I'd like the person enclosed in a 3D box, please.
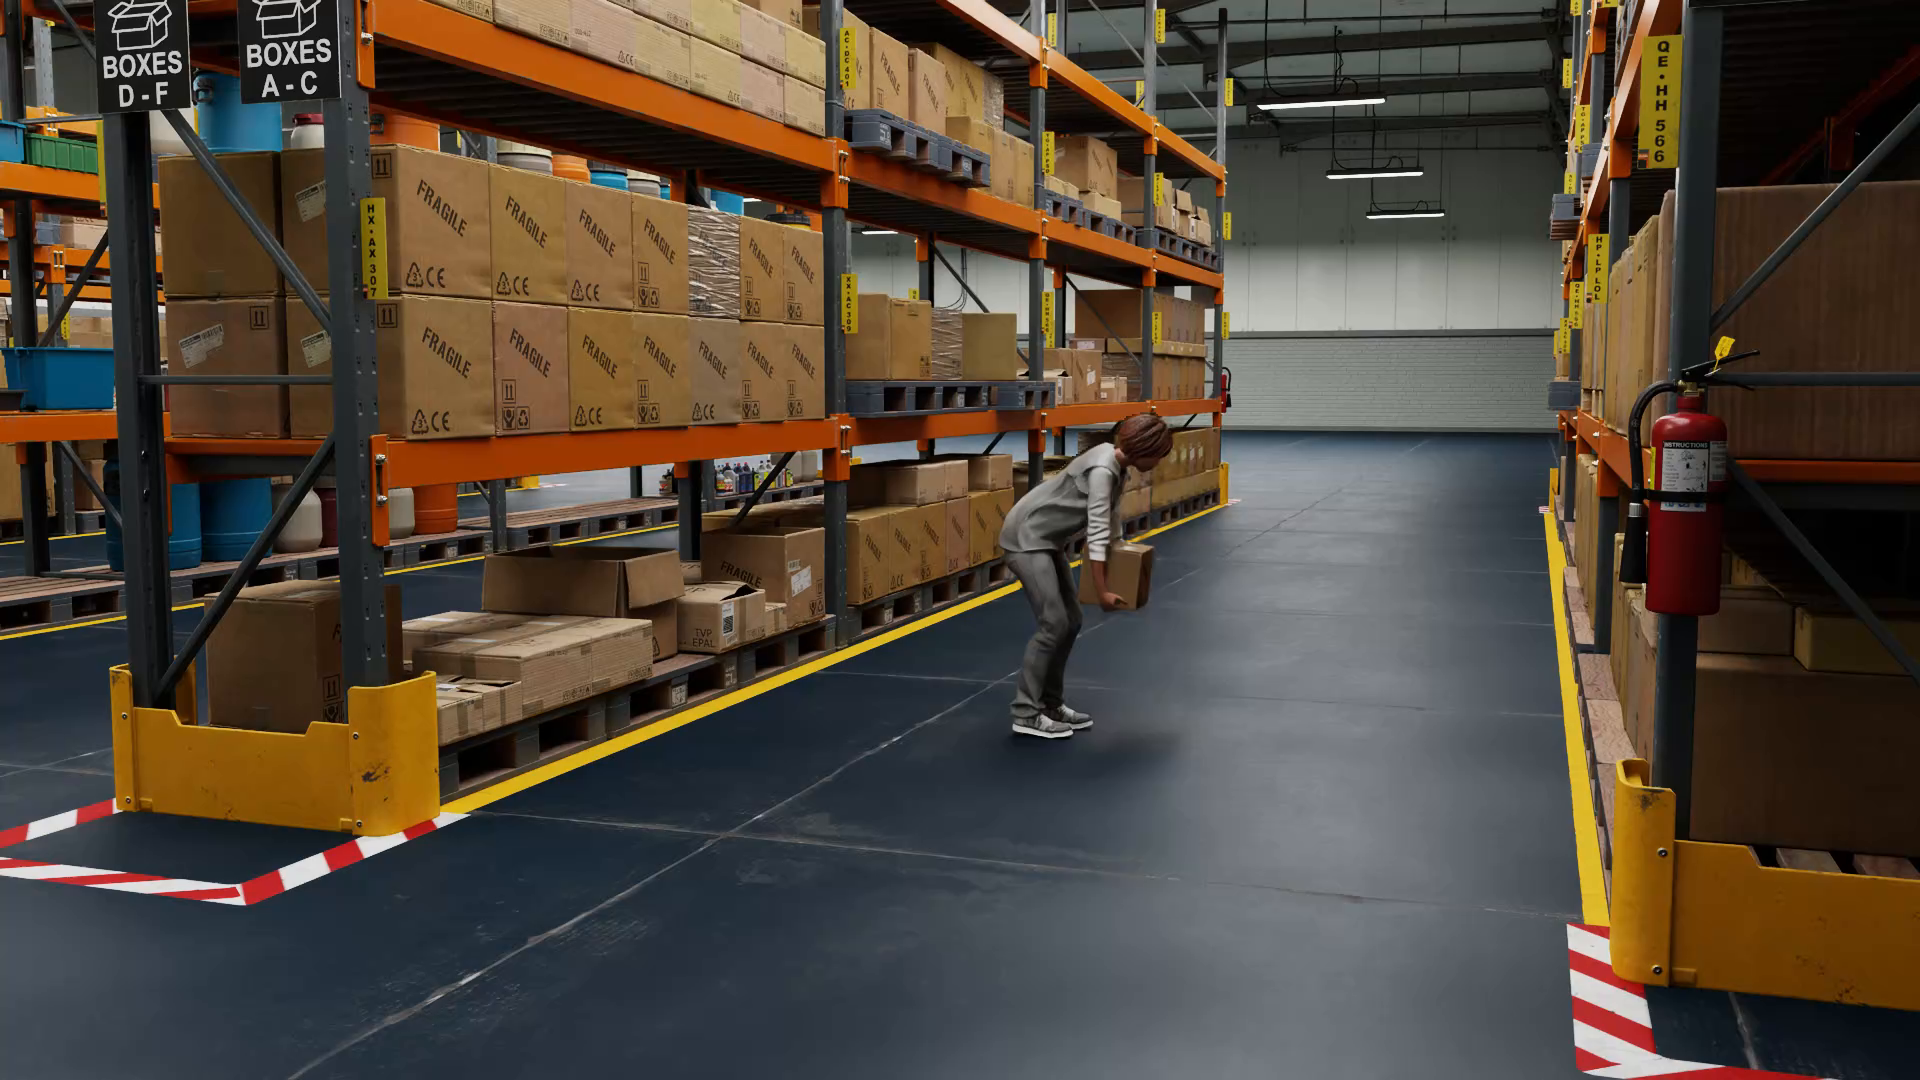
[{"bbox_3d":[0.529,0.160,7.079,0.737,1.356,0.379,2,6,17],"label":"person"}]
